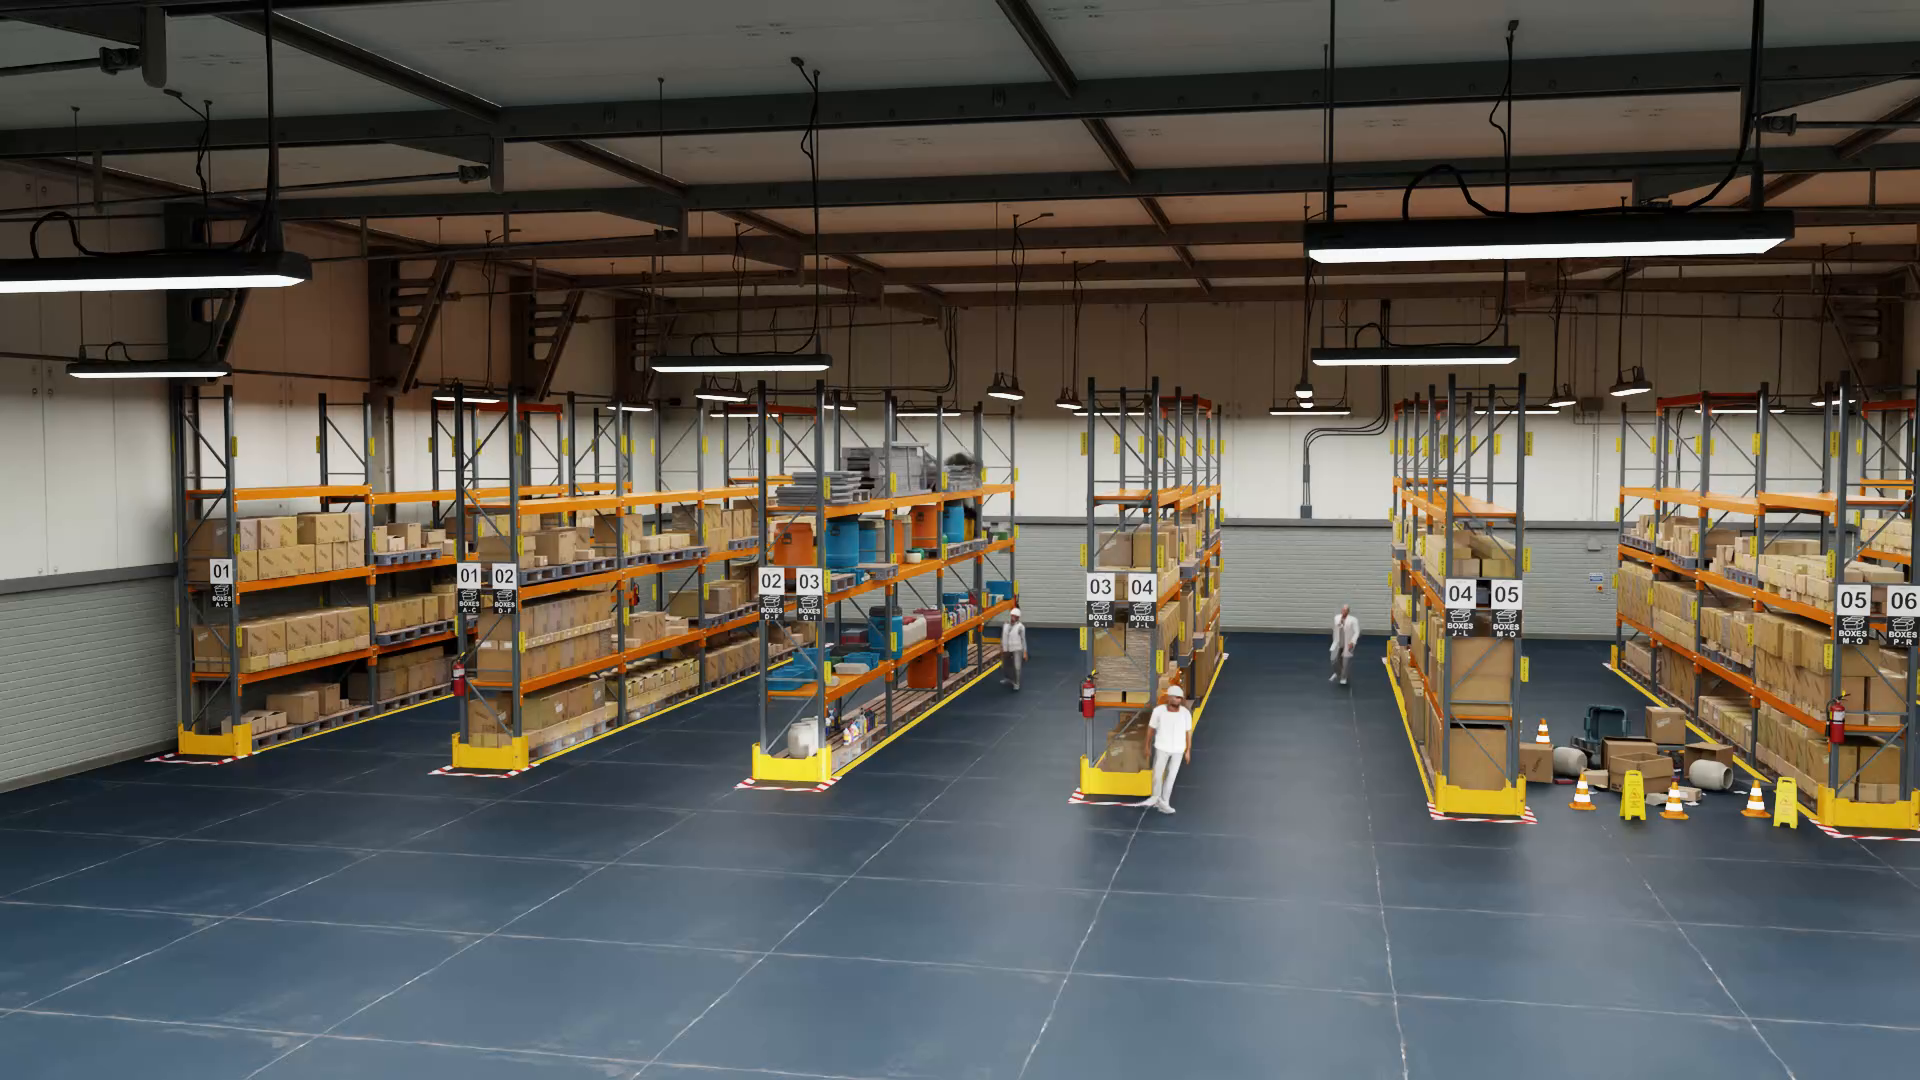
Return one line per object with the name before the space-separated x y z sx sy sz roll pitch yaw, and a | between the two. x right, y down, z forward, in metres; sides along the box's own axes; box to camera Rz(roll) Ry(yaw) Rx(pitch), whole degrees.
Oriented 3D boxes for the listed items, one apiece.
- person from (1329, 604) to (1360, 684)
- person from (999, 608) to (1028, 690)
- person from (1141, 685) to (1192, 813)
person | 8.054 2.184 34.806 0.687 1.718 0.723 2 4 31
person | 1.064 2.236 34.425 0.855 1.692 0.749 2 4 33
person | 2.820 2.847 22.671 0.674 1.750 0.455 0 3 -7
